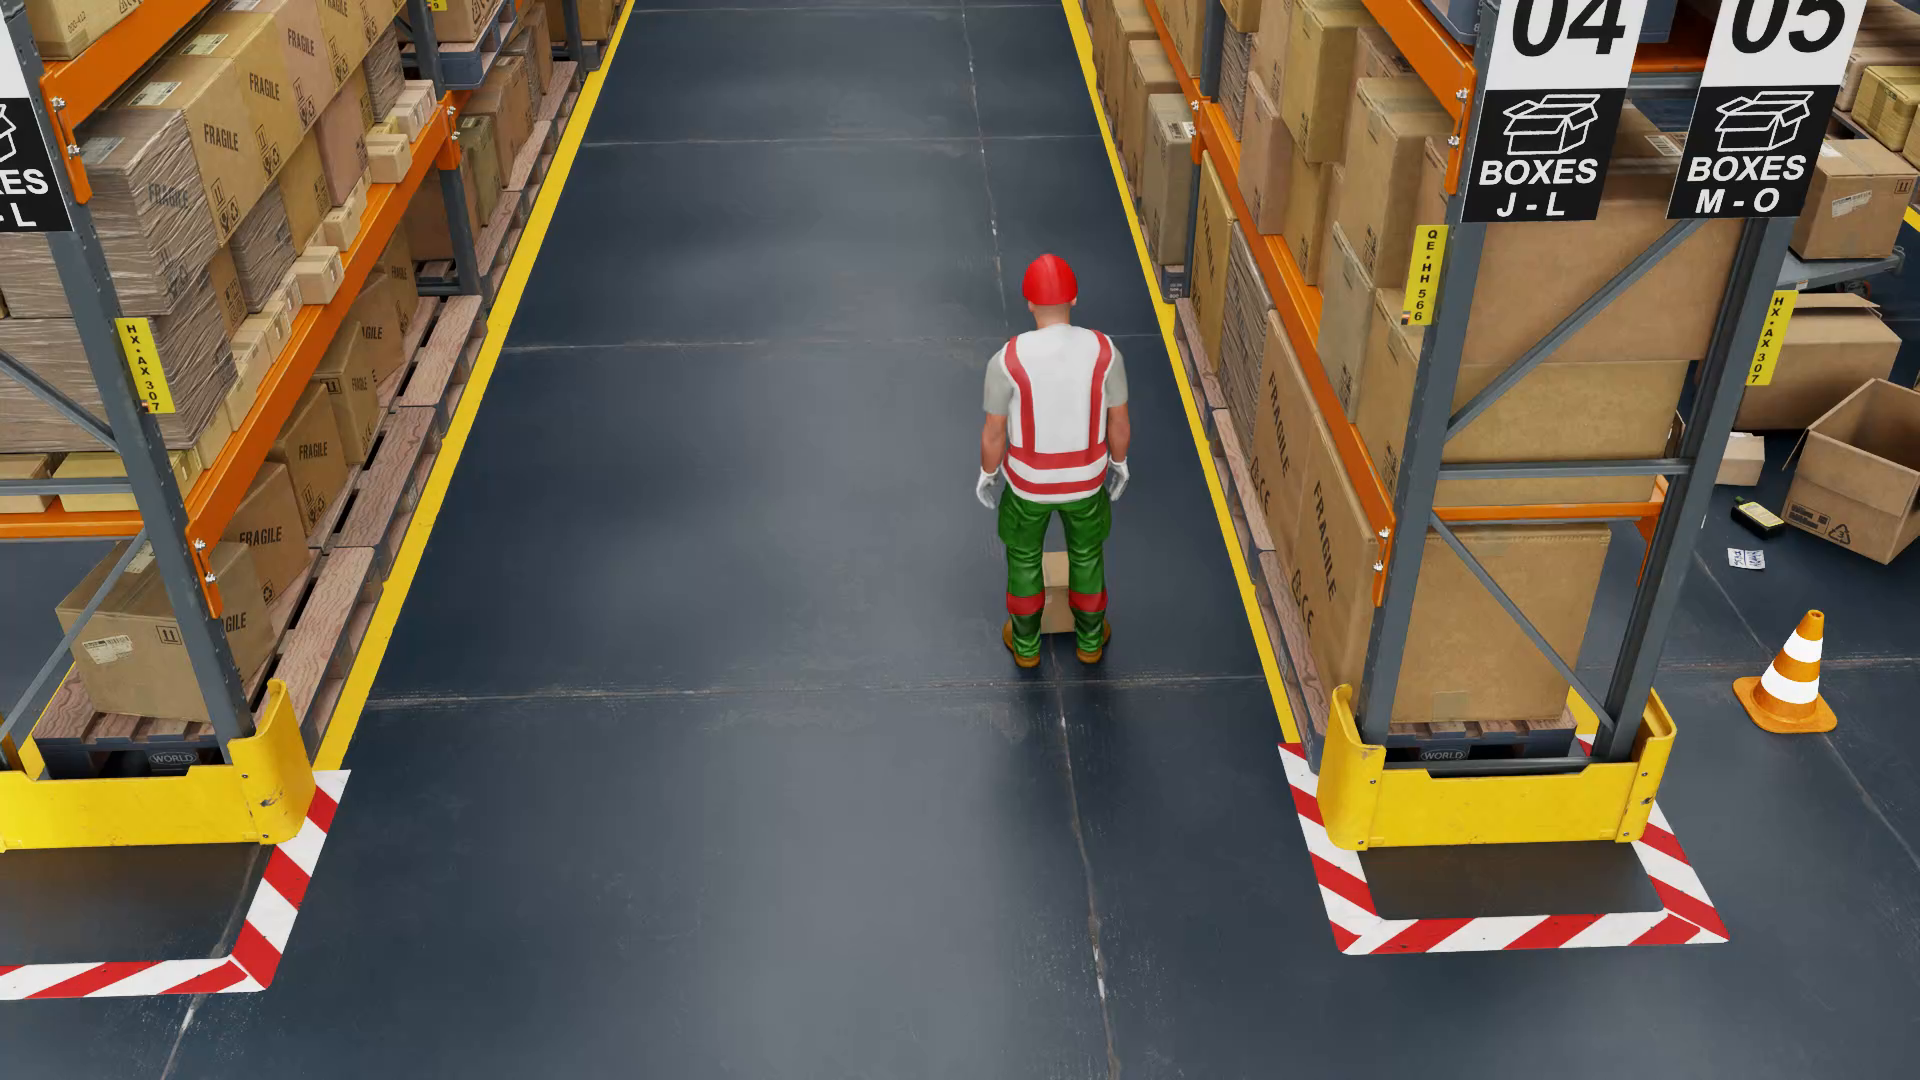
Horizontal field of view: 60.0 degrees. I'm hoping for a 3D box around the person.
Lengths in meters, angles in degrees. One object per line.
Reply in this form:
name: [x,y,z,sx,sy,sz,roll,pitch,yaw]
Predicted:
person: [0.358,-0.271,6.519,0.620,1.780,0.447,-3,35,-5]
